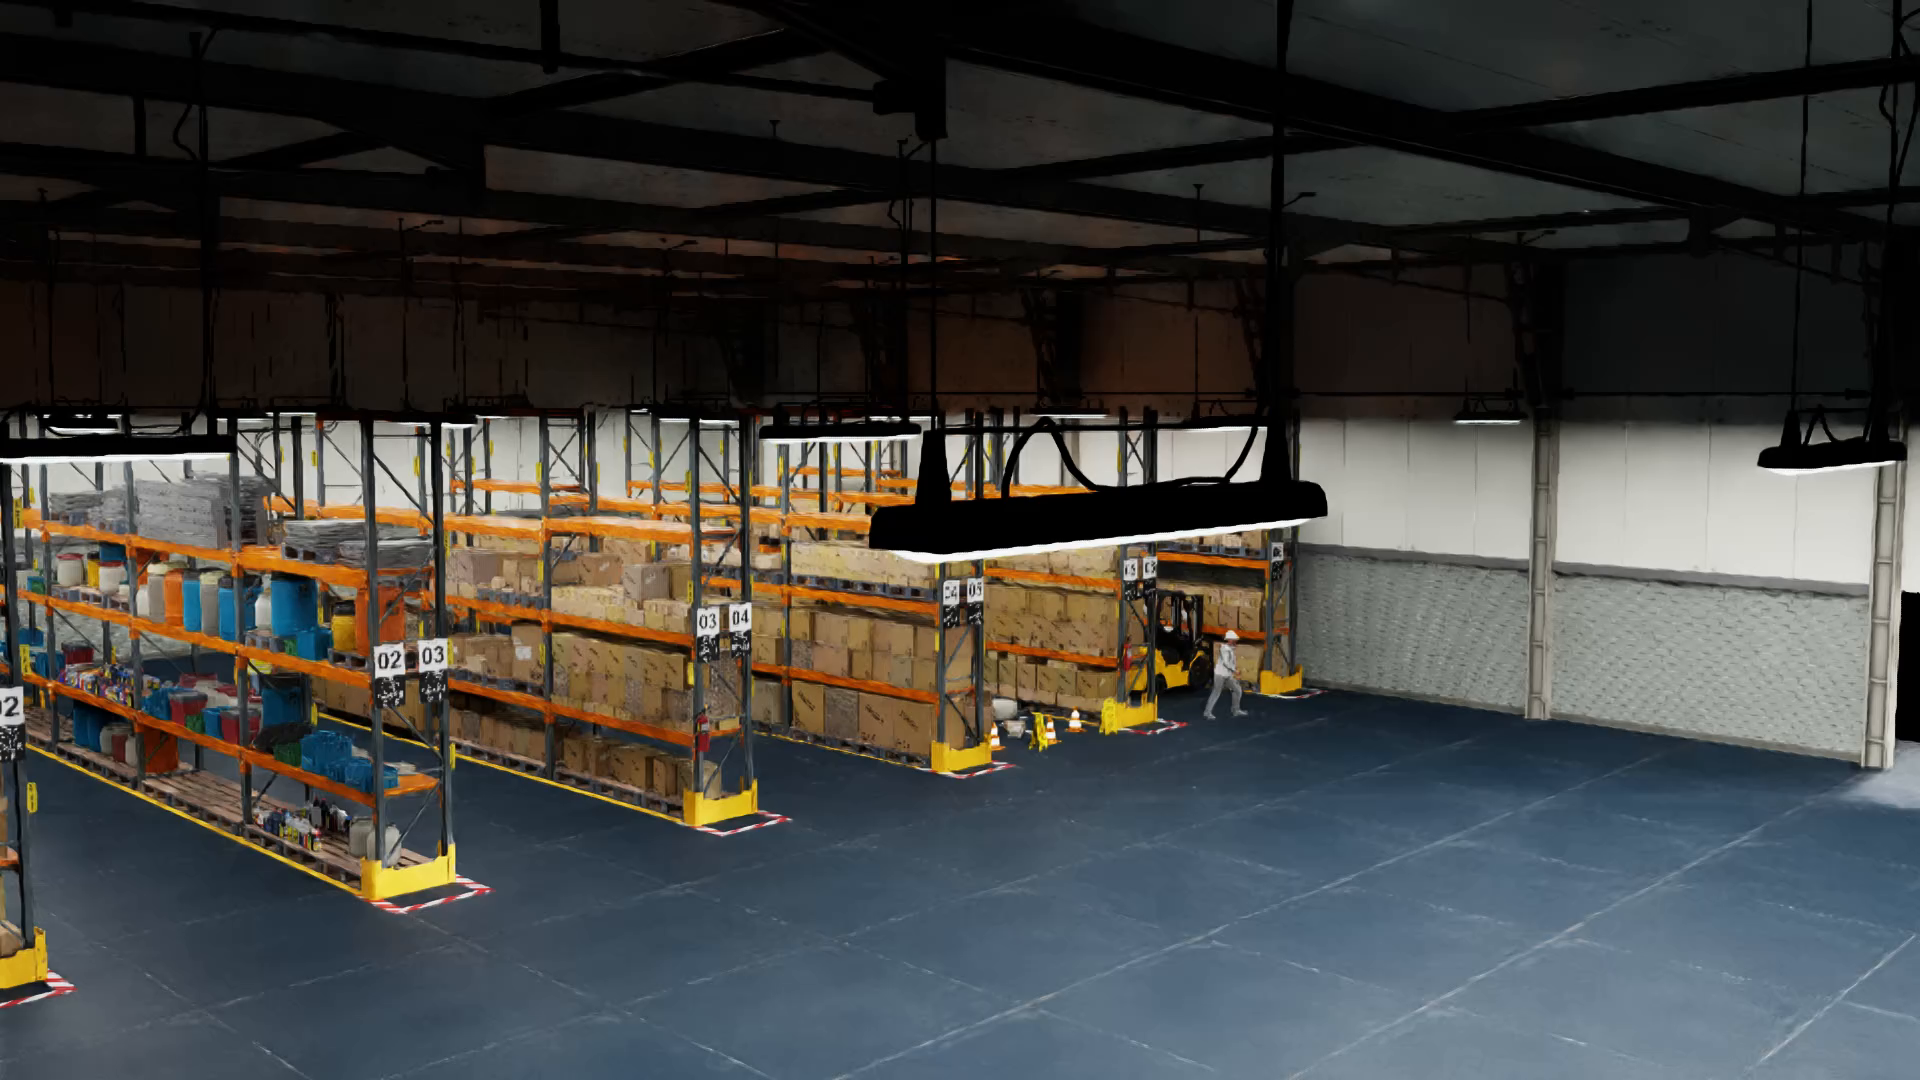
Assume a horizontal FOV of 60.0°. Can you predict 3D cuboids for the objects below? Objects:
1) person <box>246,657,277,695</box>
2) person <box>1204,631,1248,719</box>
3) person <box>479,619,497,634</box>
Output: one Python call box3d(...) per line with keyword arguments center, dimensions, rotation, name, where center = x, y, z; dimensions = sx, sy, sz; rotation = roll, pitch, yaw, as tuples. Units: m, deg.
box3d(center=(-13.685, 2.588, 32.566), dimensions=(0.570, 1.708, 1.041), rotation=(-4, 6, -37), name="person")
box3d(center=(5.153, 2.573, 32.344), dimensions=(0.773, 1.652, 0.676), rotation=(2, 6, 24), name="person")
box3d(center=(-11.537, 1.875, 40.623), dimensions=(0.612, 1.726, 0.497), rotation=(3, 6, 33), name="person")
